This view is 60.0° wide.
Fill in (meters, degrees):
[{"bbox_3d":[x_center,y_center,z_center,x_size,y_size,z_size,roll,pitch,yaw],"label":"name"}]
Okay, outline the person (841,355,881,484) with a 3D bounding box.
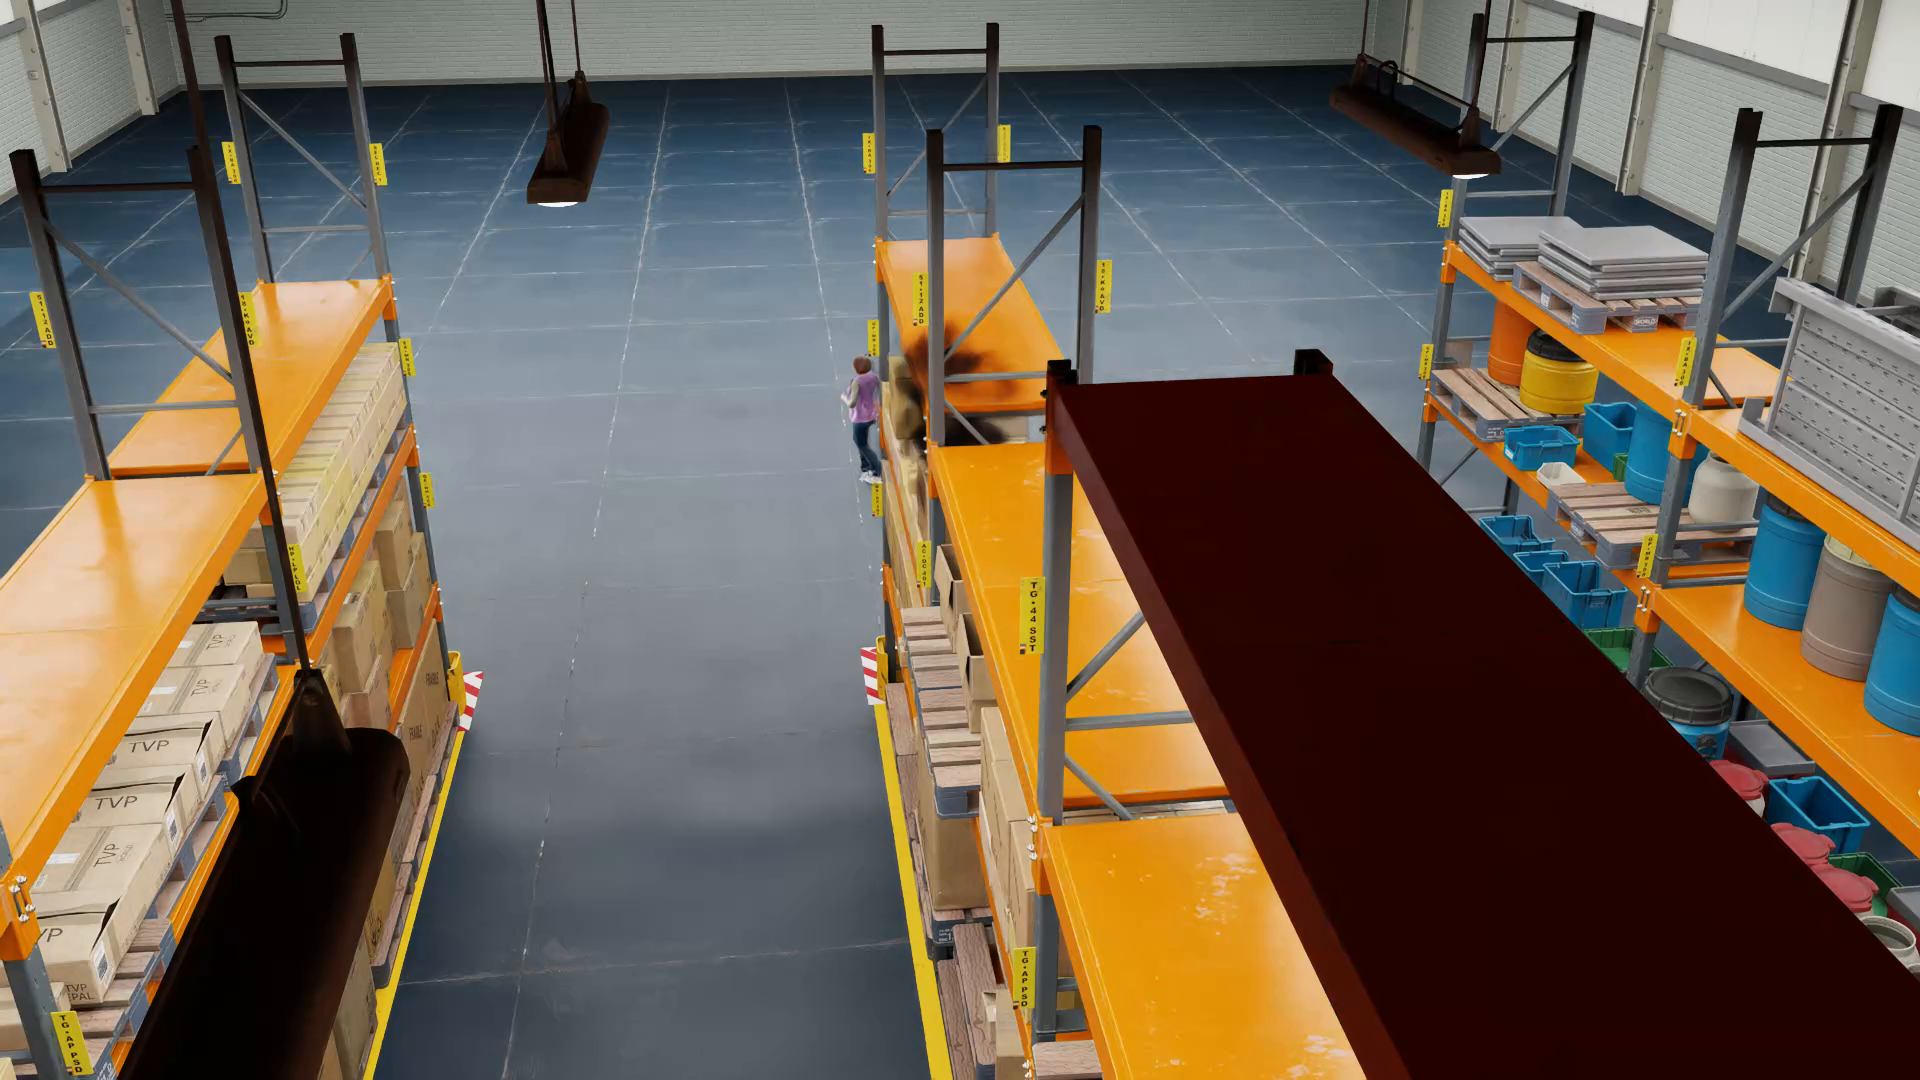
[{"bbox_3d":[-1.130,-1.388,19.615,0.601,1.660,0.540,14,29,27],"label":"person"}]
